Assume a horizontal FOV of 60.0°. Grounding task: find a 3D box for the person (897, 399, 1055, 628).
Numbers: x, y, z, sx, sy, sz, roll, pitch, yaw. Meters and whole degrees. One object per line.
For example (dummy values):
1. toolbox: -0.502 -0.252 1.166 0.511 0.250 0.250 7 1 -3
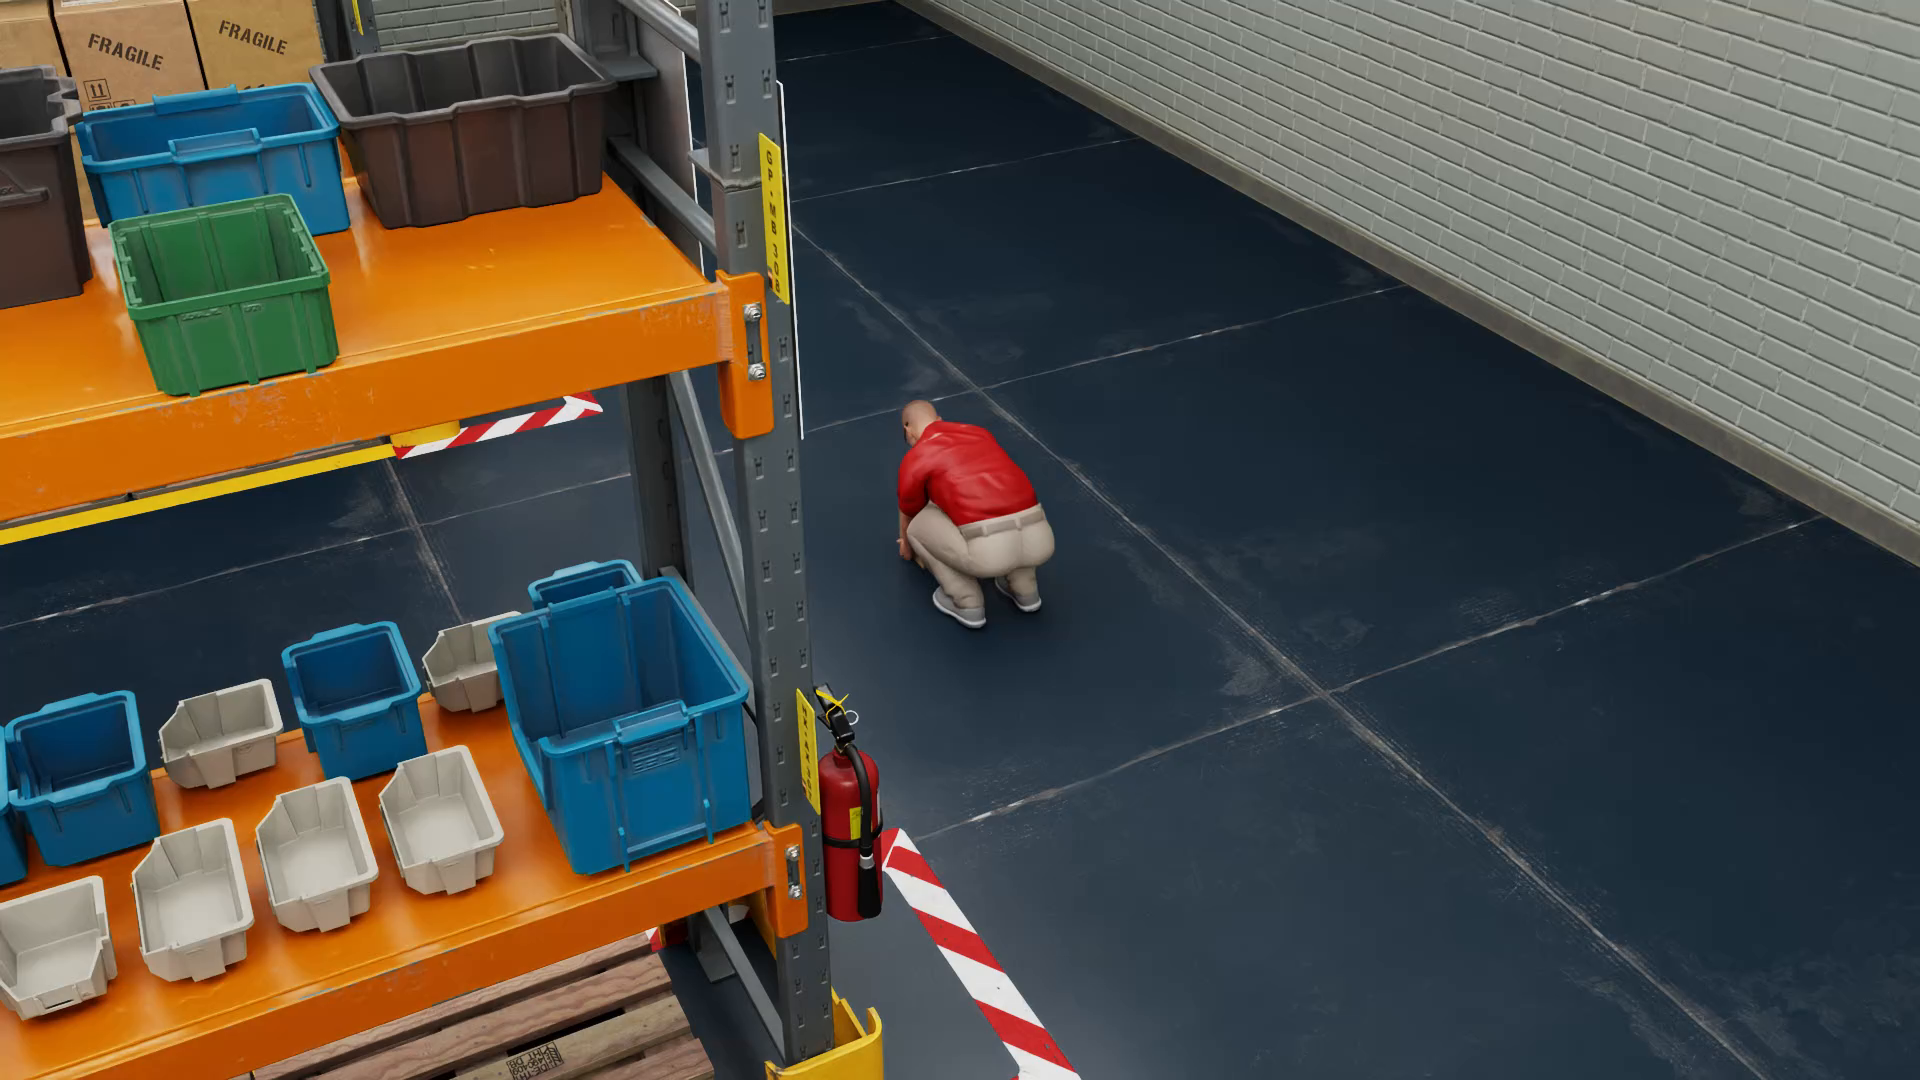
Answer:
1. person: 0.040 -0.086 7.248 0.544 0.859 0.895 -16 36 -23
